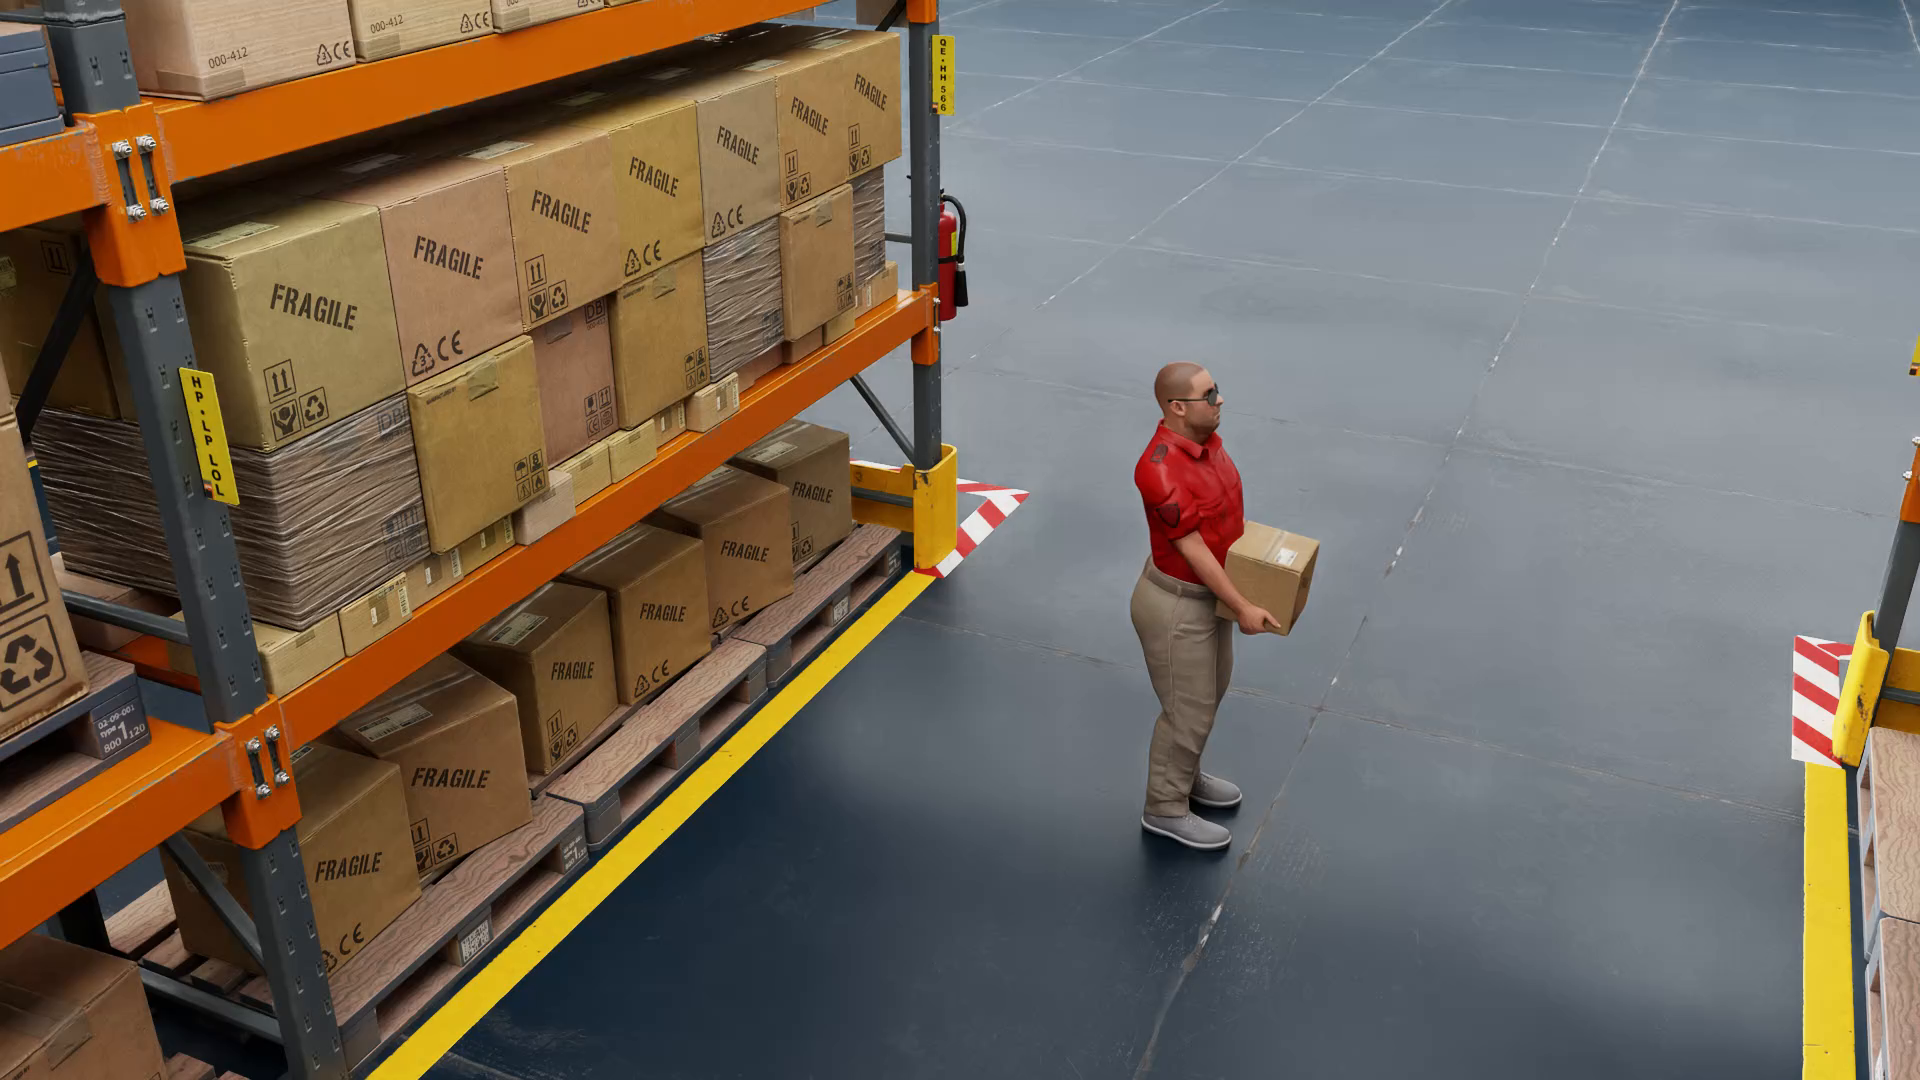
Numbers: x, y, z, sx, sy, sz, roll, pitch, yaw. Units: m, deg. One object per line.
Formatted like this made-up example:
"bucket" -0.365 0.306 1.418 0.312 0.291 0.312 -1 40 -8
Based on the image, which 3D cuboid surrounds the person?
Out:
"person" 0.869 0.229 5.674 0.530 1.712 0.493 11 28 22
